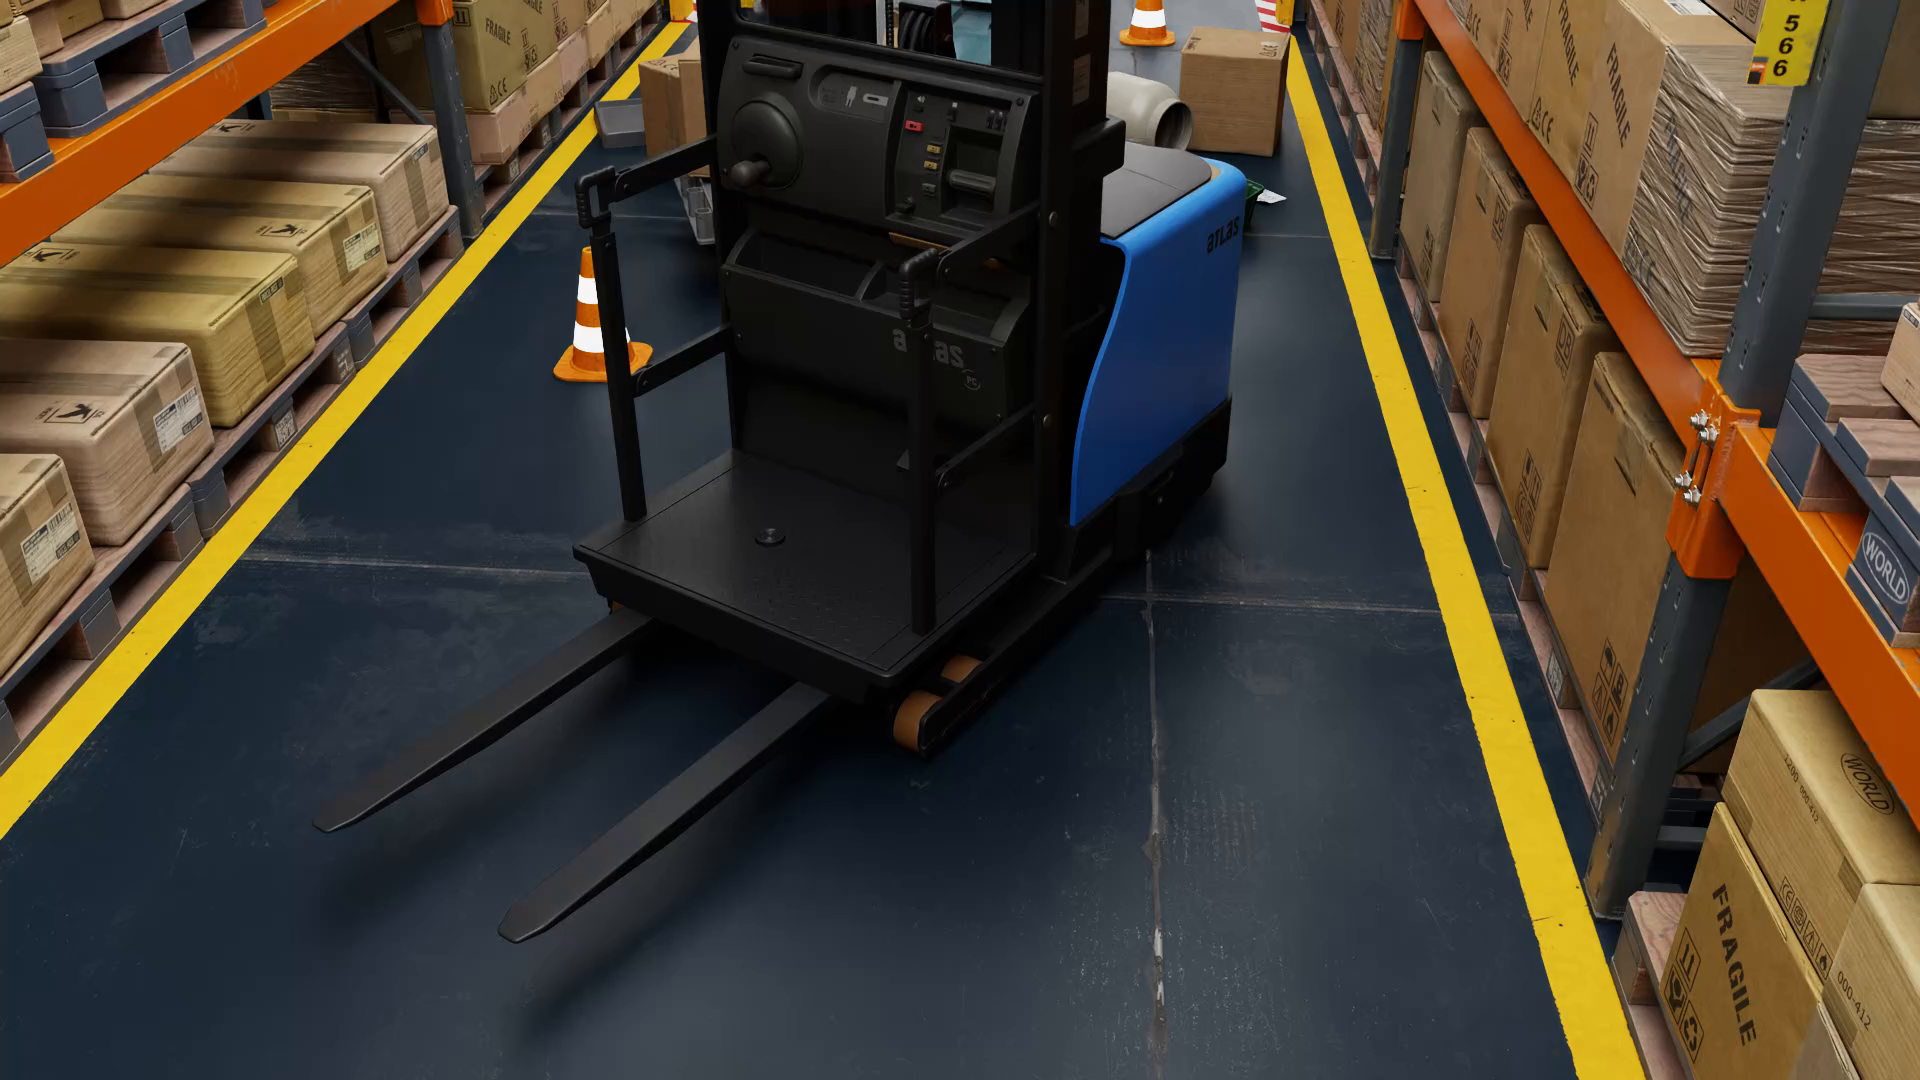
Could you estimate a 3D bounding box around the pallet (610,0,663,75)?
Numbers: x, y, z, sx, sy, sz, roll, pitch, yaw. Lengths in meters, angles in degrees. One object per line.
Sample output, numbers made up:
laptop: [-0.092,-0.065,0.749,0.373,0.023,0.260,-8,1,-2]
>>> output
pallet: [-2.435,-3.102,10.082,1.003,0.211,1.213,2,32,4]

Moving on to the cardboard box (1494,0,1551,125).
cardboard box: [1.853,-1.490,4.713,0.500,0.500,0.500,3,32,5]

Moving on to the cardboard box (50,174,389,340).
cardboard box: [-2.748,-1.070,6.231,0.950,0.372,0.625,4,32,7]

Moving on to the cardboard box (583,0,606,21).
cardboard box: [-2.220,-3.113,8.947,0.500,0.500,0.500,2,32,3]

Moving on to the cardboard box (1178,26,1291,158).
cardboard box: [1.392,-2.294,8.494,0.500,0.500,0.500,8,32,12]

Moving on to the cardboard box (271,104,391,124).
cardboard box: [-2.873,-1.989,7.839,0.500,0.250,0.500,4,32,6]

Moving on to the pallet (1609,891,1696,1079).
pallet: [1.898,1.186,3.125,1.003,0.211,1.213,2,32,4]

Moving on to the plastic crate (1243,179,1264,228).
plastic crate: [0.997,-1.476,7.411,0.450,0.188,0.662,29,41,23]

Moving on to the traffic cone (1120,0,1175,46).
traffic cone: [1.156,-3.296,10.157,0.336,0.463,0.334,2,32,4]

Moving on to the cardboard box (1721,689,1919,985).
cardboard box: [1.666,0.506,2.837,0.500,0.250,0.500,1,32,2]

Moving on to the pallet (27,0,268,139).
pallet: [-2.858,-1.524,5.046,1.003,0.211,1.213,2,32,4]

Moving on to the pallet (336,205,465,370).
pallet: [-2.715,-1.066,6.778,1.003,0.211,1.213,2,32,4]

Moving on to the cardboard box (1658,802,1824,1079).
cardboard box: [1.651,0.834,3.019,0.500,0.500,0.500,1,32,2]

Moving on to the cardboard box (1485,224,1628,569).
cardboard box: [2.170,-0.403,4.789,1.050,0.750,0.750,3,32,5]

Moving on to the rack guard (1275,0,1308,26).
rack guard: [2.617,-3.542,10.520,1.175,0.500,0.348,2,32,4]

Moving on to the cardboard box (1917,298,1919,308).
cardboard box: [1.724,-0.364,2.538,0.380,0.149,0.250,4,32,6]

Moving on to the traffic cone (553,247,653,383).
traffic cone: [-1.359,-0.872,6.224,0.336,0.463,0.334,2,32,4]

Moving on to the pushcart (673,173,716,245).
pushcart: [-0.376,-1.473,7.280,1.648,0.377,0.936,-8,33,-13]

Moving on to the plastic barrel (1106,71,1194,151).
plastic barrel: [0.852,-2.064,8.195,0.512,0.421,0.421,27,41,37]

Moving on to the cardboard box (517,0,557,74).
cardboard box: [-2.304,-2.565,8.059,0.500,0.500,0.500,4,32,6]

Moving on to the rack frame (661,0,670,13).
rack frame: [-2.327,-4.752,10.101,1.000,3.000,0.127,2,32,4]

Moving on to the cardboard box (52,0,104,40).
cardboard box: [-2.673,-1.512,4.683,0.380,0.149,0.250,4,32,6]

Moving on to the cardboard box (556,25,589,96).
cardboard box: [-2.263,-2.522,8.705,0.500,0.250,0.500,2,32,3]

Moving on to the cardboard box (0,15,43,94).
cardboard box: [-2.599,-1.233,4.231,0.380,0.149,0.250,3,32,4]

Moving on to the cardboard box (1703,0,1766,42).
cardboard box: [2.050,-1.377,3.577,0.700,0.500,0.500,2,32,3]

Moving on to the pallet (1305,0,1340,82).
pallet: [2.627,-2.985,9.892,1.003,0.211,1.213,2,32,4]

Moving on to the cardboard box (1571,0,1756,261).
cardboard box: [1.774,-0.960,3.854,0.500,0.500,0.500,2,32,4]

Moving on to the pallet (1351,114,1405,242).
pallet: [2.429,-1.709,7.822,1.003,0.211,1.213,2,32,4]

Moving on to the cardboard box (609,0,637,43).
cardboard box: [-2.175,-3.055,9.569,0.500,0.250,0.500,3,32,4]

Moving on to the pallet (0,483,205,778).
pallet: [-2.913,0.210,4.708,1.003,0.211,1.213,2,32,4]

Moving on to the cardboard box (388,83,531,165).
cardboard box: [-2.336,-1.965,7.801,0.500,0.250,0.500,1,32,2]

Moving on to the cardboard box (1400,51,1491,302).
cardboard box: [2.328,-1.394,6.397,1.050,0.750,0.750,2,32,4]

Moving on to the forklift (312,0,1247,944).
forklift: [-0.353,-0.974,4.037,1.130,2.935,3.031,20,37,28]

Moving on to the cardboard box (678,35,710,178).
cardboard box: [-0.876,-1.858,7.067,0.500,0.500,0.500,2,32,4]

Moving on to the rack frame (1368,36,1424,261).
rack frame: [2.289,-2.502,6.450,1.000,3.000,0.127,2,32,4]

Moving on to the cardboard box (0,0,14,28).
cardboard box: [-2.676,-1.415,3.907,0.500,0.500,0.500,4,32,7]

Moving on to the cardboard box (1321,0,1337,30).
cardboard box: [2.625,-3.510,9.711,0.875,0.875,0.875,3,32,4]

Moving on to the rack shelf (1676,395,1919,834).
rack shelf: [1.800,0.942,1.548,1.077,0.370,4.000,2,32,4]

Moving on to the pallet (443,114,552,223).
pallet: [-2.633,-1.826,8.011,1.003,0.211,1.213,2,32,4]

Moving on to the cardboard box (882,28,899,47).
cardboard box: [-0.015,-2.231,8.261,0.797,0.637,0.503,2,32,4]

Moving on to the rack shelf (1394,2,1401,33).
rack shelf: [2.452,-3.241,8.336,1.077,0.370,4.000,2,32,4]

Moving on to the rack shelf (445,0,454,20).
rack shelf: [-2.490,-3.400,8.593,1.077,0.370,4.000,2,32,4]

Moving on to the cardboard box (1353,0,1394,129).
cardboard box: [2.479,-2.573,8.191,0.875,0.875,0.875,3,32,4]

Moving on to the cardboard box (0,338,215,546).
cardboard box: [-2.871,-0.310,4.998,0.950,0.372,0.625,2,32,3]

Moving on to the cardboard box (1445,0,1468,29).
cardboard box: [1.938,-2.017,5.568,0.500,0.500,0.500,3,32,4]

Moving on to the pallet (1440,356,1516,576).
pallet: [2.204,-0.268,5.484,1.003,0.211,1.213,2,32,4]
